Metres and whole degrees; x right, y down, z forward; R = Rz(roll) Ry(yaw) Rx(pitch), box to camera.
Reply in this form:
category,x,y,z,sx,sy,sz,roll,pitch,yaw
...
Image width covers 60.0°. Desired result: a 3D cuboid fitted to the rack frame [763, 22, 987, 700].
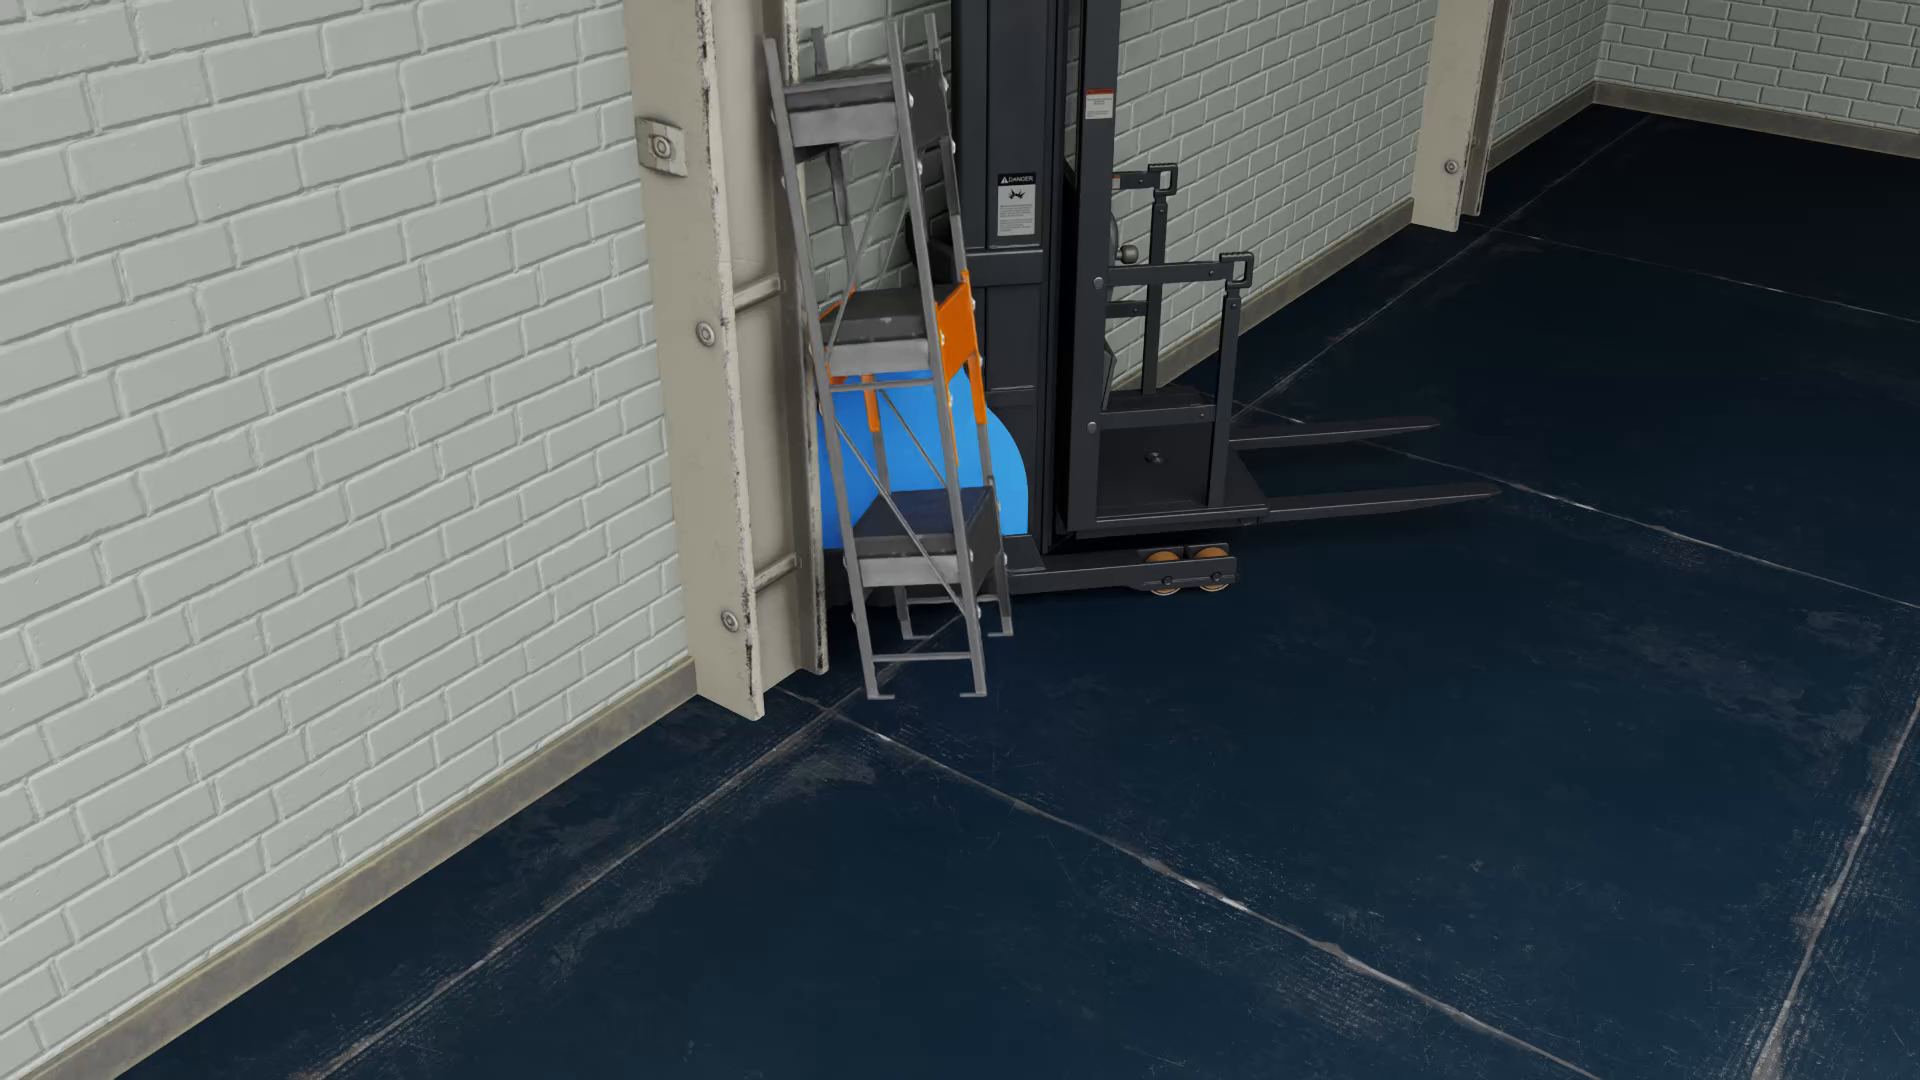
category,x,y,z,sx,sy,sz,roll,pitch,yaw
rack frame,-0.240,-0.469,5.087,0.400,2.100,0.015,-3,20,14

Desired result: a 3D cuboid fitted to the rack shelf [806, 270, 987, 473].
category,x,y,z,sx,sy,sz,roll,pitch,yaw
rack shelf,-0.188,-0.541,5.315,0.431,0.518,0.480,-3,20,14

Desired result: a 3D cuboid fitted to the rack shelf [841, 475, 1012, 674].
category,x,y,z,sx,sy,sz,roll,pitch,yaw
rack shelf,-0.100,0.114,5.545,0.431,0.518,0.480,-3,20,14

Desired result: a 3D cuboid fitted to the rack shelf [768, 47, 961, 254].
category,x,y,z,sx,sy,sz,roll,pitch,yaw
rack shelf,-0.277,-1.196,5.085,0.431,0.518,0.480,-3,20,14

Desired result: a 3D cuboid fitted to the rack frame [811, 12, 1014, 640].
category,x,y,z,sx,sy,sz,roll,pitch,yaw
rack frame,-0.140,-0.639,5.534,0.400,2.100,0.015,-3,20,14

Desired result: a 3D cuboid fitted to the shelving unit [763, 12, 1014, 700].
category,x,y,z,sx,sy,sz,roll,pitch,yaw
shelving unit,-0.190,-0.554,5.311,0.431,2.100,0.503,-3,20,14

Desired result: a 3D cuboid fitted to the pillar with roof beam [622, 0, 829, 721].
category,x,y,z,sx,sy,sz,roll,pitch,yaw
pillar with roof beam,2.725,-2.052,1.386,9.100,9.000,0.400,21,37,31

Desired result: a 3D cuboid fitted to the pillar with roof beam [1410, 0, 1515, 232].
category,x,y,z,sx,sy,sz,roll,pitch,yaw
pillar with roof beam,6.346,-4.491,5.501,9.100,9.000,0.400,21,37,31

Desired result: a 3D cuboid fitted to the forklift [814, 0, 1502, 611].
category,x,y,z,sx,sy,sz,roll,pitch,yaw
forklift,0.619,-1.310,6.086,3.031,2.935,1.130,-5,31,-8
